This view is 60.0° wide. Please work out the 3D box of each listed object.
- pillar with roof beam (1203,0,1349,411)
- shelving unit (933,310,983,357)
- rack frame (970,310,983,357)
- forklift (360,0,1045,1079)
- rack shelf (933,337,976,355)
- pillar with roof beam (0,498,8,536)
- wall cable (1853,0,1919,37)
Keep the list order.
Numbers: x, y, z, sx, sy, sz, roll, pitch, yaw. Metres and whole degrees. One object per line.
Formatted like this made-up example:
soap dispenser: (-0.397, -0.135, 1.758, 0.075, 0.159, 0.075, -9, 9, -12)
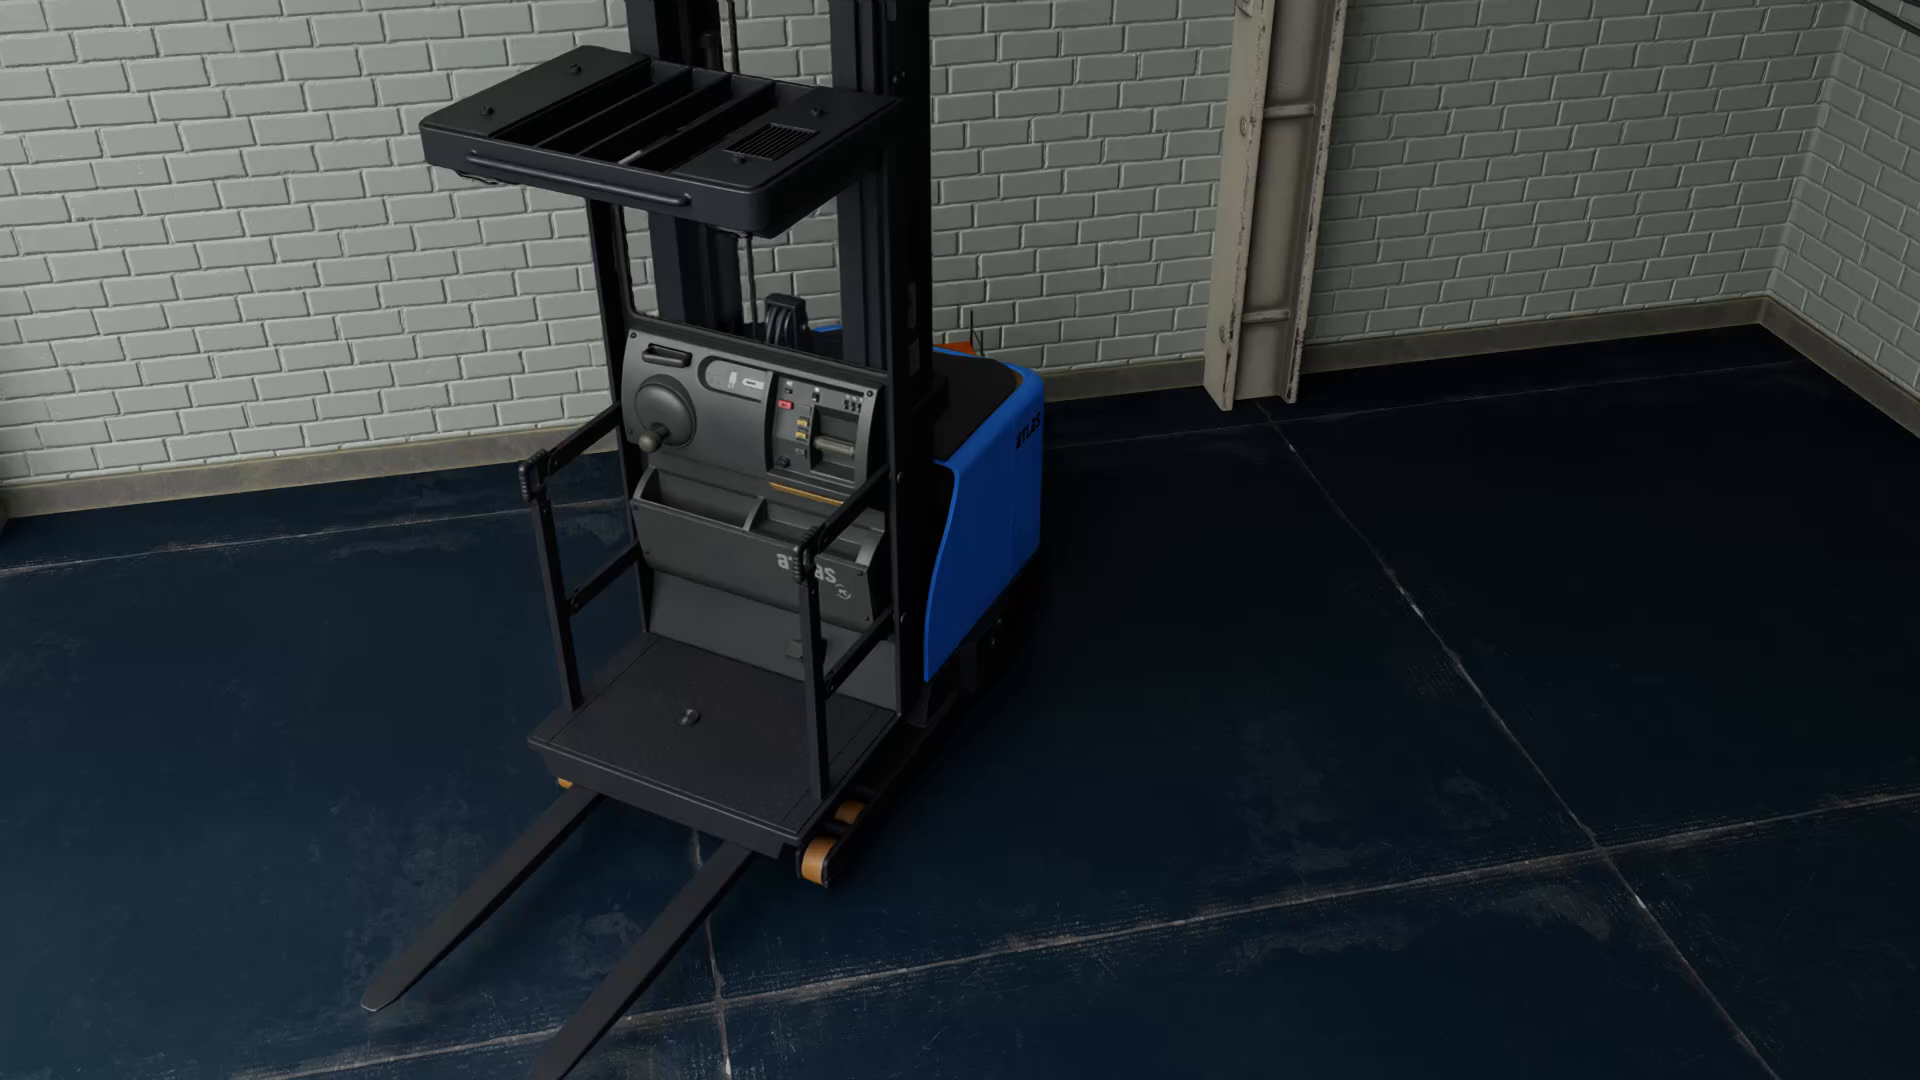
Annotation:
pillar with roof beam: (2.402, -2.142, 2.366, 0.400, 9.000, 9.100, -7, 35, -11)
shelving unit: (-0.052, -0.429, 6.948, 0.252, 1.050, 0.215, -7, 35, -11)
rack frame: (0.067, -0.444, 6.970, 0.008, 1.050, 0.200, -7, 35, -11)
forklift: (-0.774, -0.352, 5.144, 1.130, 2.935, 3.031, 16, 37, 22)
rack shelf: (-0.052, -0.656, 6.795, 0.240, 0.259, 0.215, -7, 35, -11)
pillar with roof beam: (-3.451, -1.404, 1.267, 0.400, 9.000, 9.100, -7, 35, -11)
wall cable: (4.617, -2.836, 6.187, 0.112, 2.526, 3.097, -7, 35, -11)
